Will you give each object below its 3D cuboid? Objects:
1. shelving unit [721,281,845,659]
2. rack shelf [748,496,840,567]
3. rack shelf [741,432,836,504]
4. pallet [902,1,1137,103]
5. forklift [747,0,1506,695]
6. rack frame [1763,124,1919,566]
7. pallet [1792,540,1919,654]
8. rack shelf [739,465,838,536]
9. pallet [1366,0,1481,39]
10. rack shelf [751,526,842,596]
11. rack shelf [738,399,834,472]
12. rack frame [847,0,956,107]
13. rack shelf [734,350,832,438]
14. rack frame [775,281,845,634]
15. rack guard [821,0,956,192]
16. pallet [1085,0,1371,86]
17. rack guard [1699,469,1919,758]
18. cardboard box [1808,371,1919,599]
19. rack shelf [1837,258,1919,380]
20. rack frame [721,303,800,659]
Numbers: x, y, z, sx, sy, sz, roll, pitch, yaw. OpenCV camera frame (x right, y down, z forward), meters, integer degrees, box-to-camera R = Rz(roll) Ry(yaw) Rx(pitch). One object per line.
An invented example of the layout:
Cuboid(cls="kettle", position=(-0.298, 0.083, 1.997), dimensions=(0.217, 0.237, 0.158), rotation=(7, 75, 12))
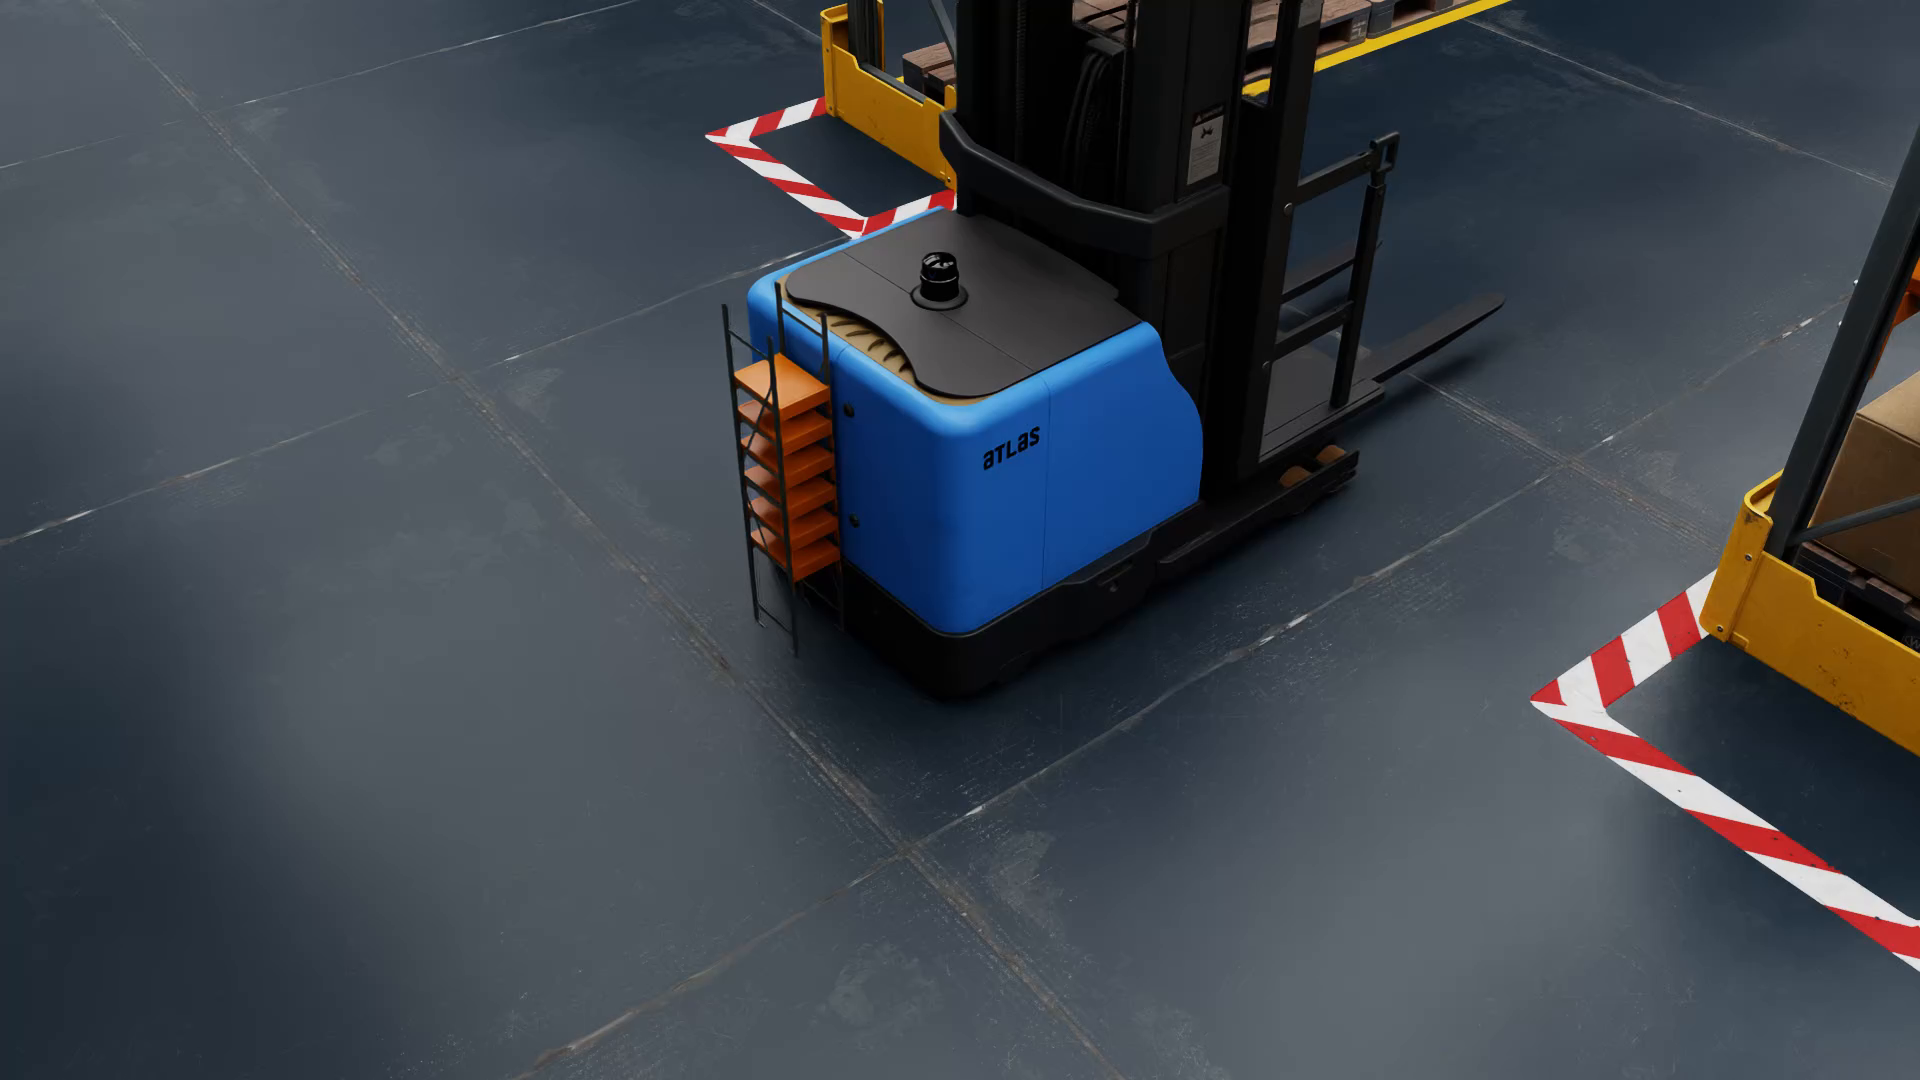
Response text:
Cuboid(cls="shelving unit", position=(-0.520, -0.182, 5.026), dimensions=(0.189, 1.200, 0.258), rotation=(-28, 47, -30))
Cuboid(cls="rack shelf", position=(-0.520, -0.055, 5.130), dimensions=(0.180, 0.103, 0.258), rotation=(-28, 47, -30))
Cuboid(cls="rack shelf", position=(-0.520, -0.240, 4.978), dimensions=(0.180, 0.103, 0.258), rotation=(-28, 47, -30))
Cuboid(cls="pallet", position=(0.477, -2.349, 8.447), dimensions=(1.213, 0.211, 1.003), rotation=(-26, 46, -28))
Cuboid(cls="forklift", position=(0.789, -1.453, 5.211), dimensions=(3.031, 2.935, 1.130), rotation=(-28, 47, -30))
Cuboid(cls="rack frame", position=(2.815, -0.636, 4.160), dimensions=(0.127, 3.000, 1.000), rotation=(-26, 46, -28))
Cuboid(cls="pallet", position=(3.507, 0.105, 5.456), dimensions=(1.213, 0.211, 1.003), rotation=(-26, 46, -28))
Cuboid(cls="rack shelf", position=(-0.520, -0.147, 5.054), dimensions=(0.180, 0.103, 0.258), rotation=(-28, 47, -30))
Cuboid(cls="pallet", position=(2.412, -3.292, 9.597), dimensions=(1.213, 0.211, 1.003), rotation=(-26, 46, -28))
Cuboid(cls="rack shelf", position=(-0.520, 0.038, 5.206), dimensions=(0.180, 0.103, 0.258), rotation=(-28, 47, -30))
Cuboid(cls="rack shelf", position=(-0.520, -0.333, 4.901), dimensions=(0.180, 0.103, 0.258), rotation=(-28, 47, -30))
Cuboid(cls="rack frame", position=(-0.201, -3.128, 7.198), dimensions=(0.127, 3.000, 1.000), rotation=(-26, 46, -28))
Cuboid(cls="rack shelf", position=(-0.520, -0.426, 4.825), dimensions=(0.180, 0.103, 0.258), rotation=(-28, 47, -30))
Cuboid(cls="rack frame", position=(-0.451, -0.219, 5.071), dimensions=(0.006, 1.200, 0.240), rotation=(-28, 47, -30))
Cuboid(cls="rack guard", position=(-0.212, -2.146, 7.972), dimensions=(0.348, 0.500, 1.175), rotation=(-26, 46, -28))
Cuboid(cls="pallet", position=(1.444, -2.818, 9.019), dimensions=(1.213, 0.211, 1.003), rotation=(-26, 46, -28))
Cuboid(cls="rack guard", position=(2.875, 0.301, 4.988), dimensions=(0.348, 0.500, 1.175), rotation=(-26, 46, -28))
Cuboid(cls="cardboard box", position=(3.096, -0.173, 5.220), dimensions=(0.500, 0.500, 0.500), rotation=(-26, 46, -28))
Cuboid(cls="rack shelf", position=(4.401, -1.131, 5.330), dimensions=(4.000, 0.370, 1.077), rotation=(-26, 46, -28))
Cuboid(cls="rack frame", position=(-0.590, -0.144, 4.980), dimensions=(0.006, 1.200, 0.240), rotation=(-28, 47, -30))
